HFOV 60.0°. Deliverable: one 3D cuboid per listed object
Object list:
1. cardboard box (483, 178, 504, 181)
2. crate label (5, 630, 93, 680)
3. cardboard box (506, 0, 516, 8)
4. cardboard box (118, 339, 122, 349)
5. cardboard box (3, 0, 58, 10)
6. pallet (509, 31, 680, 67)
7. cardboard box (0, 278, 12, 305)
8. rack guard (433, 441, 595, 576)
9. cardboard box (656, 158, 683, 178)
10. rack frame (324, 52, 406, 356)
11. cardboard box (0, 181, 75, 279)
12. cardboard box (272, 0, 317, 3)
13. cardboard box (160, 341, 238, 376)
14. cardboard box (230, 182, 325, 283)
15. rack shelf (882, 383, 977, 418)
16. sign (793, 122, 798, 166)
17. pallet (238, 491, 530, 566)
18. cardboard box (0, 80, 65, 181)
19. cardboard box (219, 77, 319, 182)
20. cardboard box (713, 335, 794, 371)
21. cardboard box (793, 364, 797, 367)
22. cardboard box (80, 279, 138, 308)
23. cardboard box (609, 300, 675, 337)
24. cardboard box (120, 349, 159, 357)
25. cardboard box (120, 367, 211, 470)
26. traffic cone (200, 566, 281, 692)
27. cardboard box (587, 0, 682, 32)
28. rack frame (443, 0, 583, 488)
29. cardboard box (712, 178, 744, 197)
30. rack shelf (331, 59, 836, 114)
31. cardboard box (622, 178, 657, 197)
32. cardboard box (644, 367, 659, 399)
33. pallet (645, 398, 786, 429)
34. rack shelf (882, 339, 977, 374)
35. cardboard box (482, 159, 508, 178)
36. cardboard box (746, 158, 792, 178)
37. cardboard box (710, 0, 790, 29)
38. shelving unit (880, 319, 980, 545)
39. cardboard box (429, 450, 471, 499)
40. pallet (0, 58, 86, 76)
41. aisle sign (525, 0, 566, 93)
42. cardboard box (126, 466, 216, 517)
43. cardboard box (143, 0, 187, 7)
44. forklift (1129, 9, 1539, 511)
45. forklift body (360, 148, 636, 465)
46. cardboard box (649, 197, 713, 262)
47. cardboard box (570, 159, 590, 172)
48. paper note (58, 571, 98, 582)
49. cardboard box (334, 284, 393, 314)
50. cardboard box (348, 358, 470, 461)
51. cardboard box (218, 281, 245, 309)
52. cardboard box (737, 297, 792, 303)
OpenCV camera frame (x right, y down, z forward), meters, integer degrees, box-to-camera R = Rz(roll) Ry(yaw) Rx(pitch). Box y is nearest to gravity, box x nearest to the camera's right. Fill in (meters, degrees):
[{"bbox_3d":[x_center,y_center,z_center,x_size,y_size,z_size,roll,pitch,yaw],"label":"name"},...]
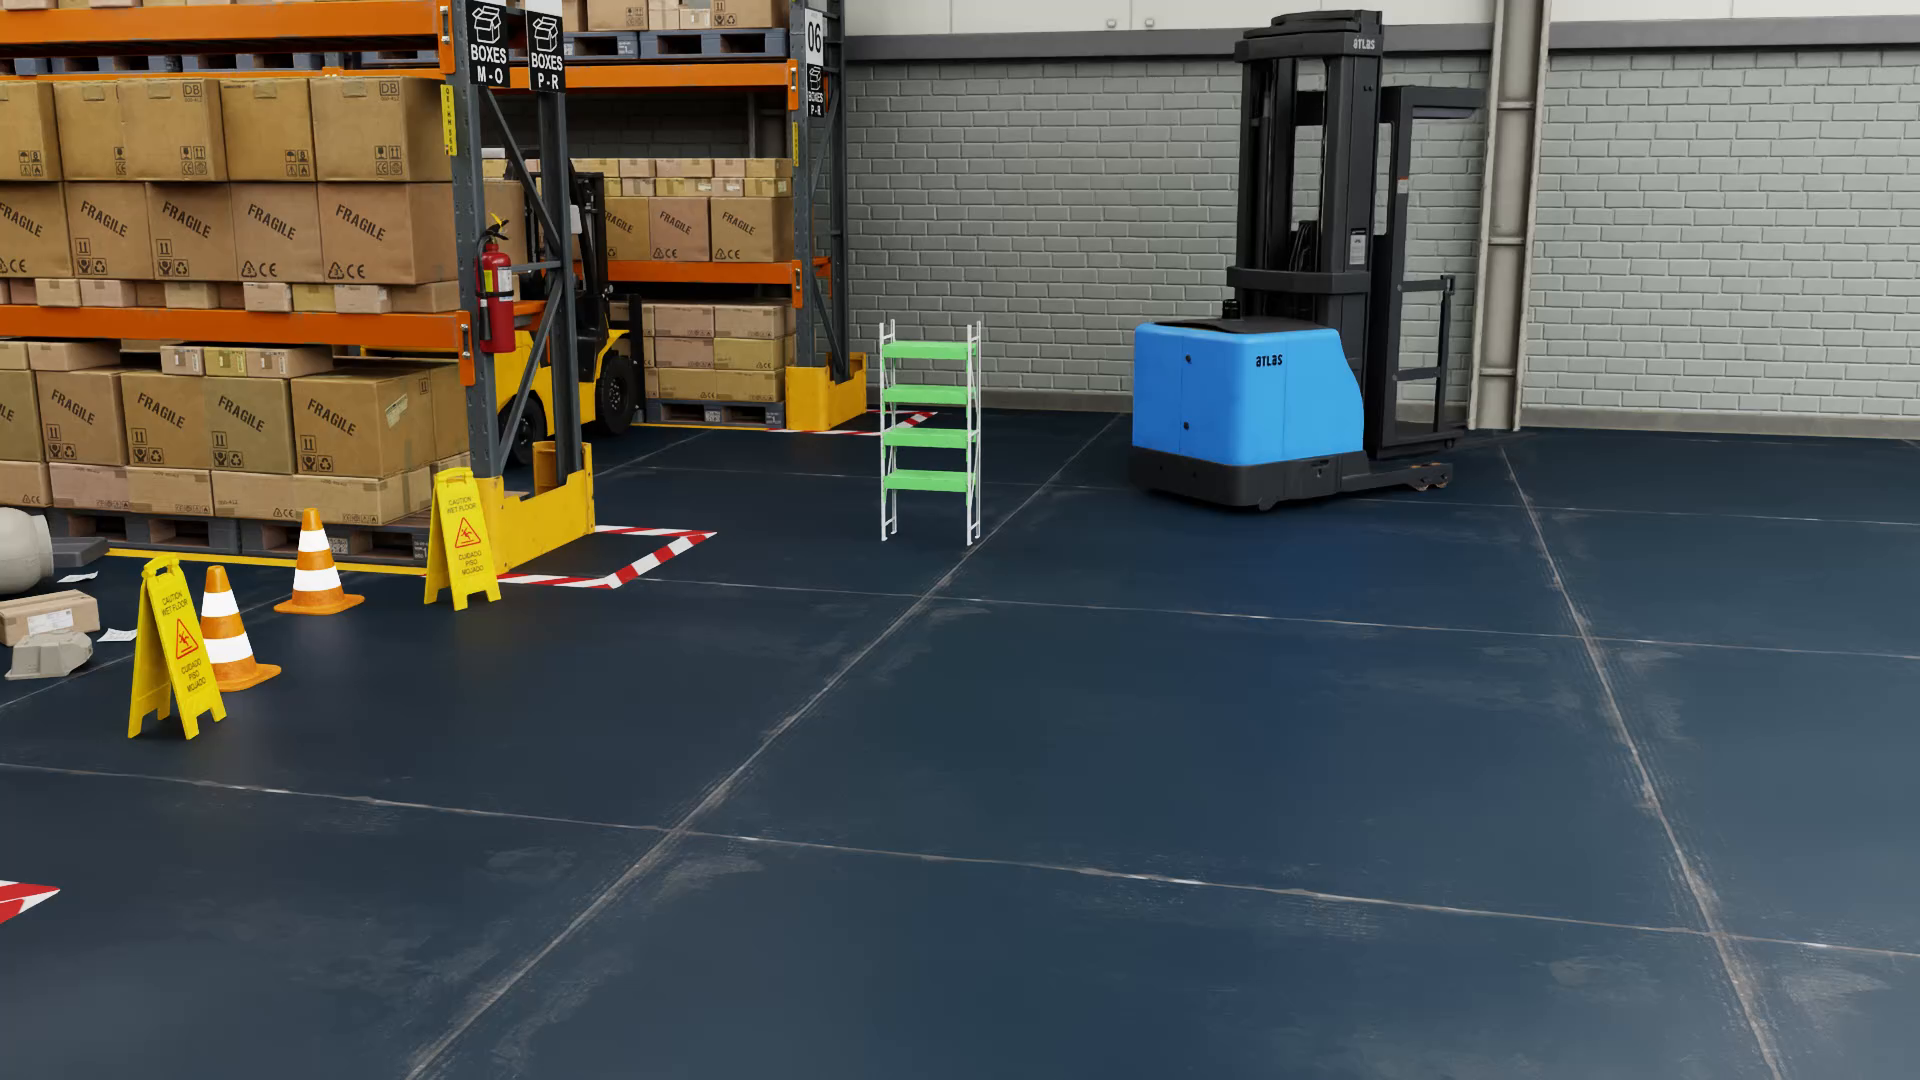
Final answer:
[{"bbox_3d":[-3.759,-2.888,13.597,0.250,0.149,0.380,3,13,13],"label":"cardboard box"},{"bbox_3d":[-3.735,0.464,6.827,0.298,0.136,0.250,-4,13,-16],"label":"crate label"},{"bbox_3d":[-2.539,-2.833,8.733,0.250,0.149,0.380,3,13,14],"label":"cardboard box"},{"bbox_3d":[-7.638,-1.843,15.129,0.625,0.625,0.875,3,13,15],"label":"cardboard box"},{"bbox_3d":[-4.704,-2.802,8.593,0.250,0.149,0.380,3,13,12],"label":"cardboard box"},{"bbox_3d":[-2.978,-3.976,13.509,1.213,0.211,1.003,3,13,14],"label":"pallet"},{"bbox_3d":[-5.195,-1.377,9.096,0.250,0.149,0.380,3,13,15],"label":"cardboard box"},{"bbox_3d":[-2.369,-0.189,8.934,0.348,0.500,1.175,3,13,14],"label":"rack guard"},{"bbox_3d":[-2.239,-2.978,13.314,0.250,0.149,0.380,3,13,14],"label":"cardboard box"},{"bbox_3d":[-4.993,-2.657,14.286,0.127,3.000,1.000,3,13,14],"label":"rack frame"},{"bbox_3d":[-4.841,-1.676,8.945,0.500,0.500,0.500,3,13,13],"label":"cardboard box"},{"bbox_3d":[-3.208,-2.734,8.287,0.250,0.149,0.380,3,13,15],"label":"cardboard box"},{"bbox_3d":[-4.006,-0.971,8.833,0.250,0.149,0.380,4,13,16],"label":"cardboard box"},{"bbox_3d":[-3.373,-1.597,8.589,0.500,0.500,0.500,3,13,14],"label":"cardboard box"},{"bbox_3d":[-0.161,-0.766,9.104,0.480,0.148,0.258,3,13,14],"label":"rack shelf"},{"bbox_3d":[-1.253,-3.017,12.689,0.005,0.325,0.100,3,13,14],"label":"sign"},{"bbox_3d":[-3.149,-0.098,9.188,1.213,0.211,1.003,3,13,14],"label":"pallet"},{"bbox_3d":[-4.831,-2.164,8.838,0.500,0.500,0.700,3,13,12],"label":"cardboard box"},{"bbox_3d":[-3.333,-2.096,8.532,0.500,0.500,0.700,3,13,14],"label":"cardboard box"},{"bbox_3d":[-1.657,-1.516,13.366,0.500,0.250,0.500,3,13,13],"label":"cardboard box"},{"bbox_3d":[-1.539,-1.379,13.903,0.500,0.250,0.500,3,13,14],"label":"cardboard box"},{"bbox_3d":[-4.458,-1.331,8.890,0.250,0.149,0.380,3,13,13],"label":"cardboard box"},{"bbox_3d":[-2.620,-1.808,13.529,0.500,0.250,0.500,3,13,14],"label":"cardboard box"},{"bbox_3d":[-5.045,-0.842,9.751,0.500,0.500,0.500,3,13,15],"label":"cardboard box"},{"bbox_3d":[-4.131,-0.675,9.000,0.500,0.500,0.500,3,13,12],"label":"cardboard box"},{"bbox_3d":[-2.957,0.333,6.666,0.334,0.463,0.336,3,13,14],"label":"traffic cone"},{"bbox_3d":[-2.568,-4.263,13.166,0.500,0.500,0.700,3,13,14],"label":"cardboard box"},{"bbox_3d":[-2.295,-1.406,8.645,0.127,3.000,1.000,3,13,14],"label":"rack frame"},{"bbox_3d":[-1.768,-2.781,13.117,0.250,0.149,0.380,3,13,14],"label":"cardboard box"},{"bbox_3d":[-3.051,-3.667,13.572,4.000,0.370,1.077,3,13,14],"label":"rack shelf"},{"bbox_3d":[-2.514,-2.827,13.322,0.250,0.149,0.380,3,13,12],"label":"cardboard box"},{"bbox_3d":[-2.605,-1.326,13.664,0.500,0.250,0.500,3,13,14],"label":"cardboard box"},{"bbox_3d":[-1.862,-1.119,13.792,1.213,0.211,1.003,3,13,14],"label":"pallet"},{"bbox_3d":[-0.161,-1.001,9.052,0.480,0.148,0.258,3,13,14],"label":"rack shelf"},{"bbox_3d":[-3.745,-3.041,13.598,0.250,0.149,0.380,3,13,13],"label":"cardboard box"},{"bbox_3d":[-1.507,-2.935,13.121,0.250,0.149,0.380,3,13,14],"label":"cardboard box"},{"bbox_3d":[-1.597,-4.189,12.831,0.500,0.500,0.500,3,13,15],"label":"cardboard box"},{"bbox_3d":[-0.161,-0.594,9.142,0.503,1.200,0.258,3,13,14],"label":"shelving unit"},{"bbox_3d":[-3.012,-0.369,9.348,0.500,0.250,0.500,3,13,13],"label":"cardboard box"},{"bbox_3d":[-8.196,-4.221,14.843,1.003,0.211,1.213,4,13,16],"label":"pallet"},{"bbox_3d":[-2.160,-2.737,8.643,0.004,0.787,0.394,3,13,14],"label":"aisle sign"},{"bbox_3d":[-4.154,-0.308,9.077,0.500,0.250,0.500,3,13,12],"label":"cardboard box"},{"bbox_3d":[-3.945,-2.780,8.492,0.250,0.149,0.380,3,13,12],"label":"cardboard box"},{"bbox_3d":[2.579,-1.828,10.706,3.031,2.935,1.130,-8,15,-33],"label":"forklift"},{"bbox_3d":[-3.387,-1.750,12.157,1.214,2.155,2.313,3,13,14],"label":"forklift body"},{"bbox_3d":[-2.151,-2.498,13.336,0.500,0.500,0.500,3,13,15],"label":"cardboard box"},{"bbox_3d":[-2.998,-3.013,13.475,0.250,0.149,0.380,3,13,14],"label":"cardboard box"},{"bbox_3d":[-4.422,0.183,8.338,0.148,0.019,0.142,-1,13,-6],"label":"paper note"},{"bbox_3d":[-2.982,-1.247,8.511,0.250,0.149,0.380,3,13,13],"label":"cardboard box"},{"bbox_3d":[-3.035,-0.736,9.272,0.500,0.500,0.500,3,13,12],"label":"cardboard box"},{"bbox_3d":[-3.698,-1.315,8.816,0.250,0.149,0.380,3,13,14],"label":"cardboard box"},{"bbox_3d":[-1.530,-1.865,13.787,0.500,0.250,0.500,3,13,13],"label":"cardboard box"}]
